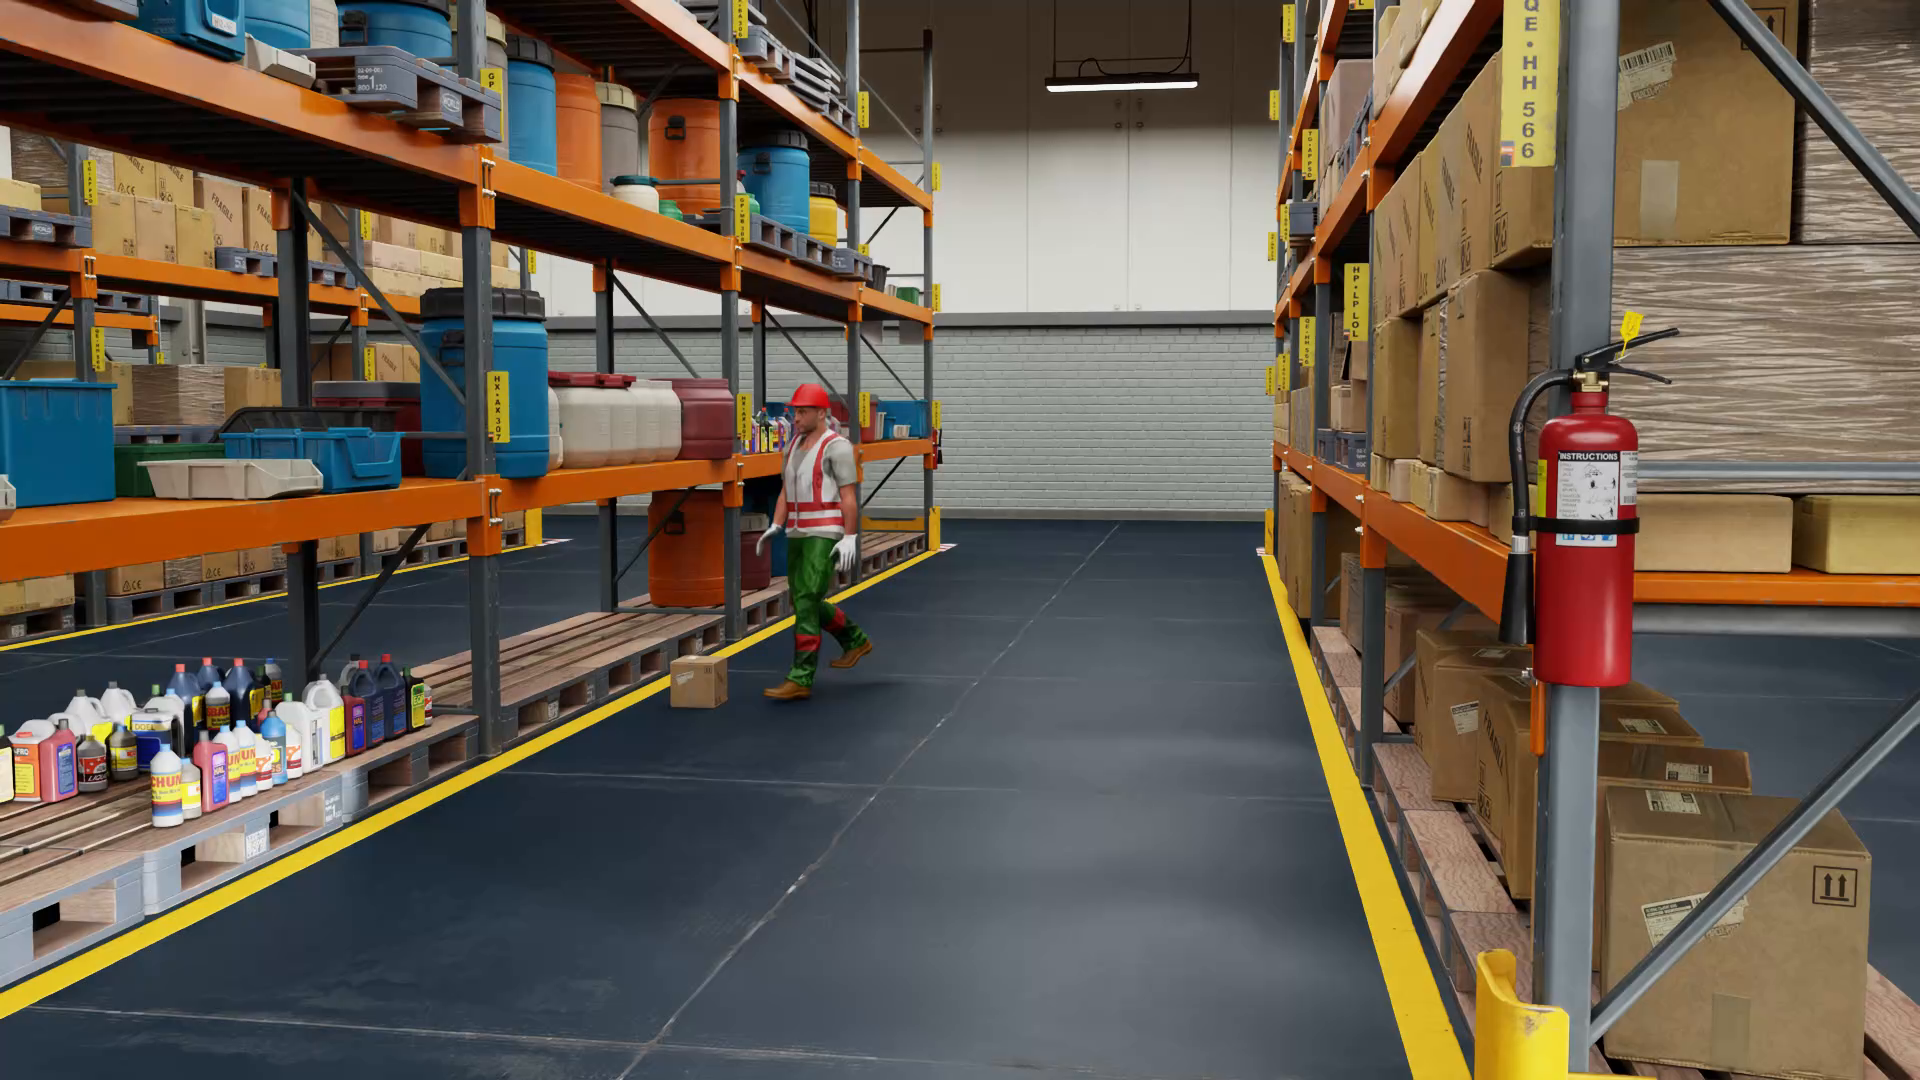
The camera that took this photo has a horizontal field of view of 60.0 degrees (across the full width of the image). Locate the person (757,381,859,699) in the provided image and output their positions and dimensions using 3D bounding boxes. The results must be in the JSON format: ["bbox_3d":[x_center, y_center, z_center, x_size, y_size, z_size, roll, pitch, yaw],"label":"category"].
[{"bbox_3d":[-0.843,-0.014,9.496,0.783,1.774,0.560,-4,6,-44],"label":"person"}]
